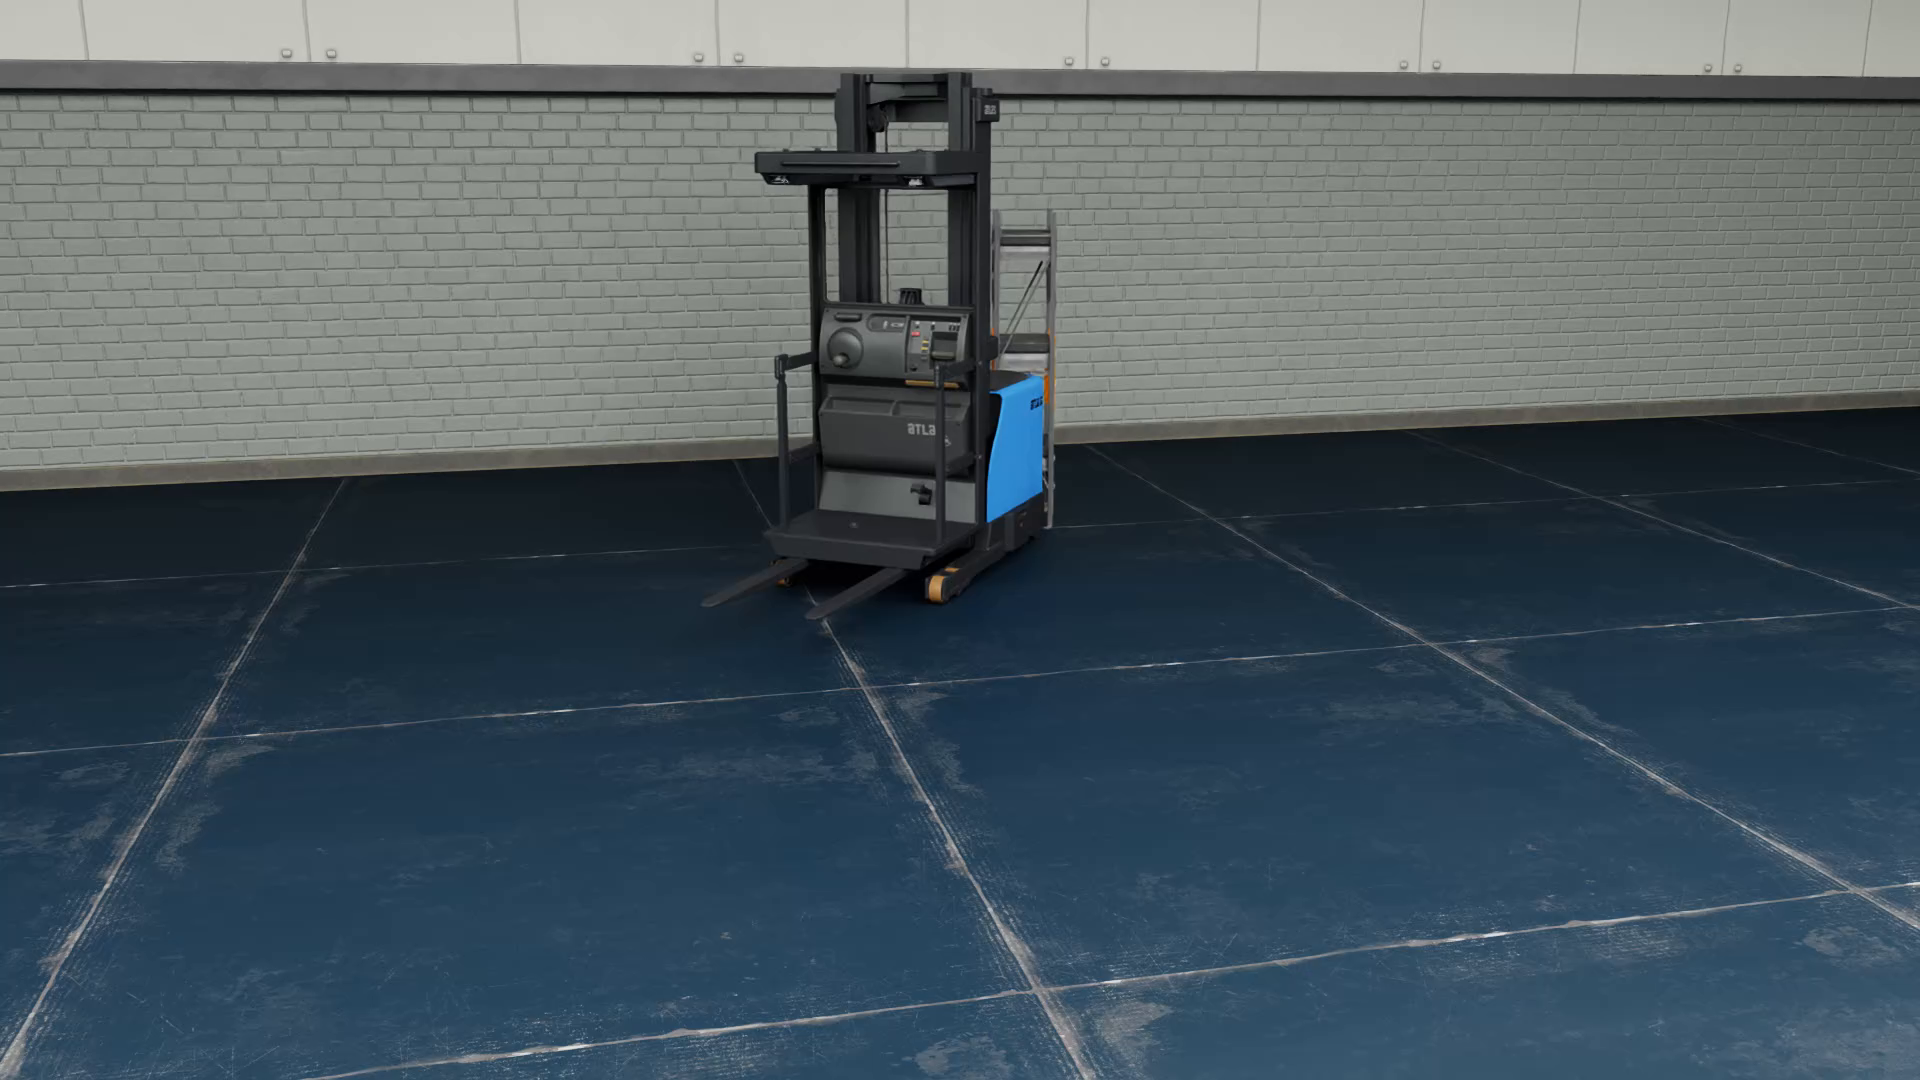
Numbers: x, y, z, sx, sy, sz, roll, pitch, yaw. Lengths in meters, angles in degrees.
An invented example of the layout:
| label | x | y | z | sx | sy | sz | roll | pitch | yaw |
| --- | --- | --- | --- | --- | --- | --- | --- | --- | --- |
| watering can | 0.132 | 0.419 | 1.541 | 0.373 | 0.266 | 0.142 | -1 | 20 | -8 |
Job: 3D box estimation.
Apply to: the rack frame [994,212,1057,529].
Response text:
| label | x | y | z | sx | sy | sz | roll | pitch | yaw |
| --- | --- | --- | --- | --- | --- | --- | --- | --- | --- |
| rack frame | 0.425 | -1.099 | 11.000 | 0.400 | 2.100 | 0.015 | 0 | 14 | 0 |

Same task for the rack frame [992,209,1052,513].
| label | x | y | z | sx | sy | sz | roll | pitch | yaw |
| --- | --- | --- | --- | --- | --- | --- | --- | --- | --- |
| rack frame | 0.422 | -1.215 | 11.474 | 0.400 | 2.100 | 0.015 | 0 | 14 | 0 |

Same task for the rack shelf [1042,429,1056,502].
| label | x | y | z | sx | sy | sz | roll | pitch | yaw |
| --- | --- | --- | --- | --- | --- | --- | --- | --- | --- |
| rack shelf | 0.424 | -0.463 | 11.407 | 0.431 | 0.518 | 0.480 | 0 | 14 | 0 |

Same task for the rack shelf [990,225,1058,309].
| label | x | y | z | sx | sy | sz | roll | pitch | yaw |
| --- | --- | --- | --- | --- | --- | --- | --- | --- | --- |
| rack shelf | 0.424 | -1.823 | 11.074 | 0.431 | 0.518 | 0.480 | 0 | 14 | 0 |

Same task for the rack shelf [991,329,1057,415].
| label | x | y | z | sx | sy | sz | roll | pitch | yaw |
| --- | --- | --- | --- | --- | --- | --- | --- | --- | --- |
| rack shelf | 0.424 | -1.143 | 11.241 | 0.431 | 0.518 | 0.480 | 0 | 14 | 0 |

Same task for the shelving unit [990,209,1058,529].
| label | x | y | z | sx | sy | sz | roll | pitch | yaw |
| --- | --- | --- | --- | --- | --- | --- | --- | --- | --- |
| shelving unit | 0.424 | -1.157 | 11.237 | 0.431 | 2.100 | 0.503 | 0 | 14 | 0 |

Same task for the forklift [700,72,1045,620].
| label | x | y | z | sx | sy | sz | roll | pitch | yaw |
| --- | --- | --- | --- | --- | --- | --- | --- | --- | --- |
| forklift | -0.468 | -1.173 | 9.553 | 1.130 | 2.935 | 3.031 | 6 | 15 | 21 |
